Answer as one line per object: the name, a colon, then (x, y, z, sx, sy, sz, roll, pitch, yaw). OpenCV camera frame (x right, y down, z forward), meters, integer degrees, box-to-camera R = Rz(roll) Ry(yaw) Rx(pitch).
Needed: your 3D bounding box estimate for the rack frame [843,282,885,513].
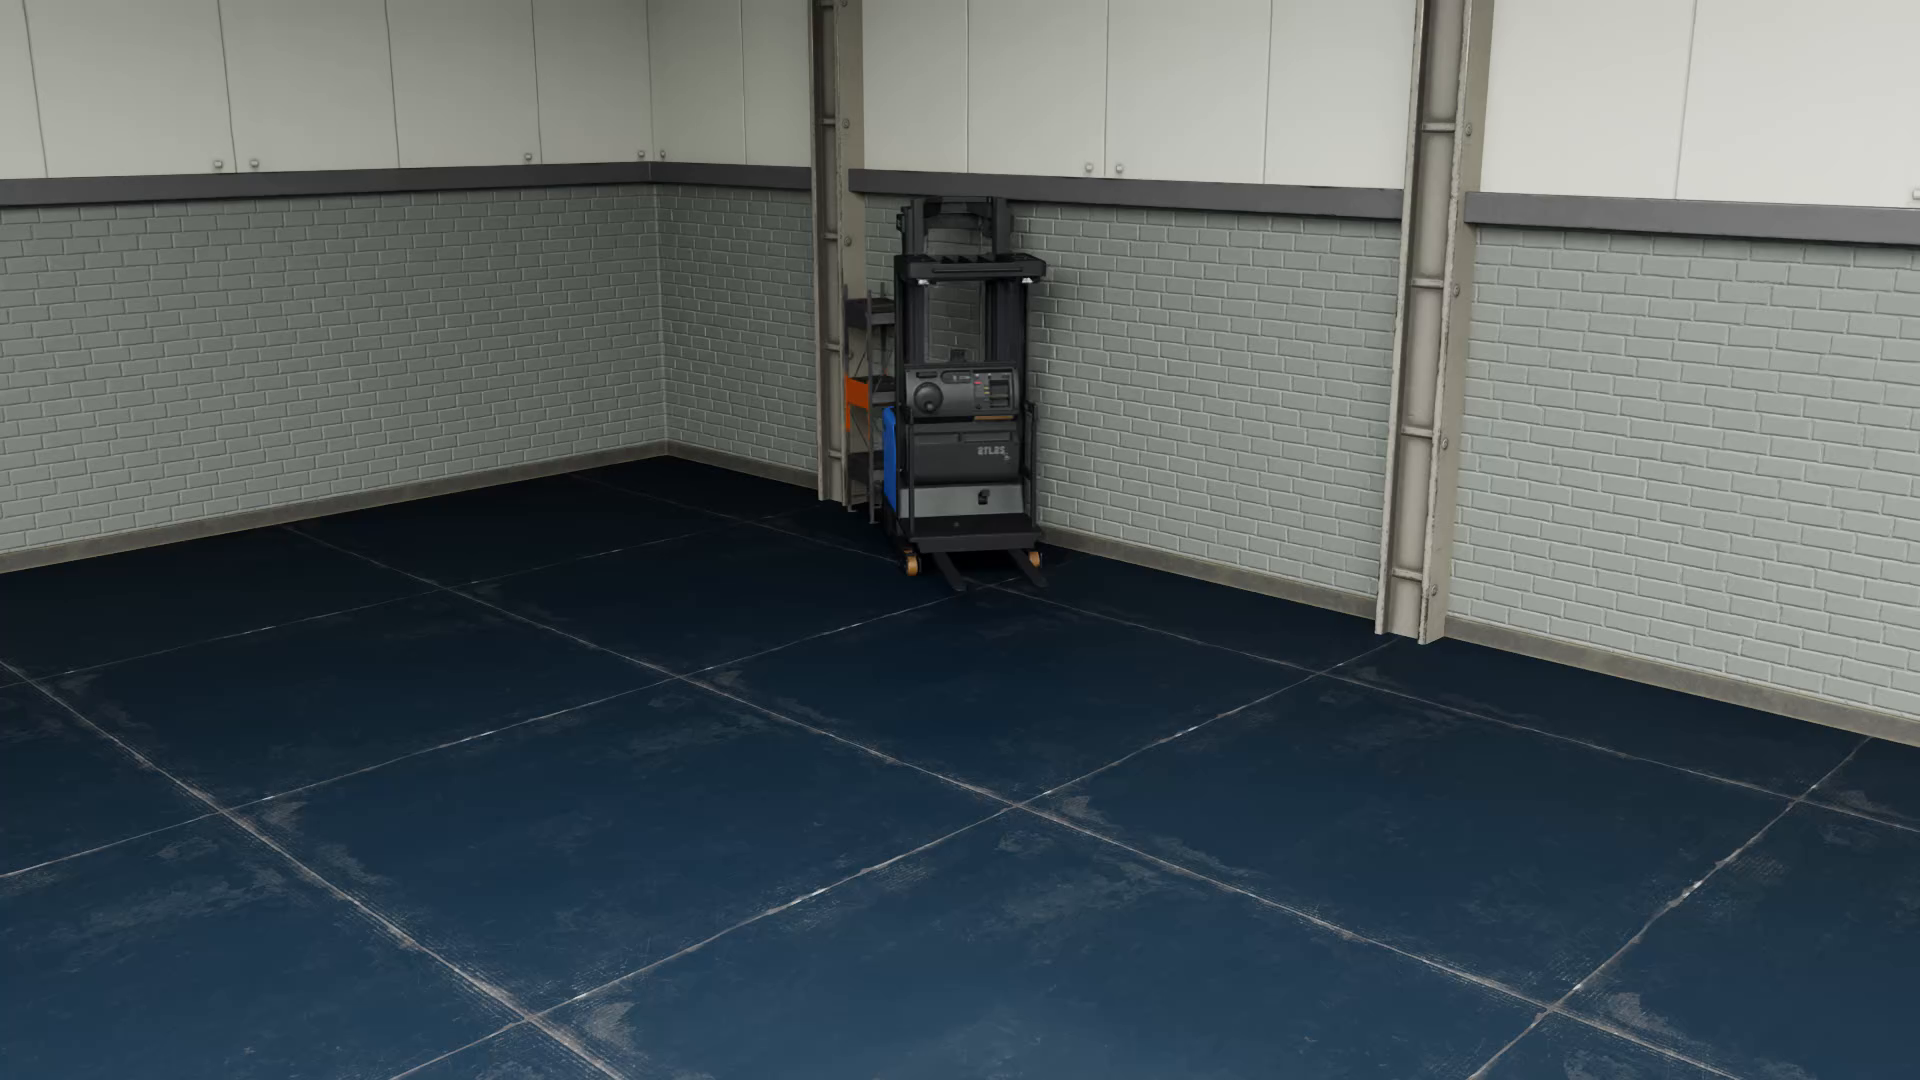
rack frame: (-0.865, -1.295, 15.239, 0.400, 2.100, 0.015, -8, 17, -28)

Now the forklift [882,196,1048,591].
forklift: (0.057, -1.225, 13.319, 1.130, 2.935, 3.031, -2, 15, -9)

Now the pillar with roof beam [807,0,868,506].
pillar with roof beam: (-4.098, -3.953, 11.756, 0.400, 9.000, 9.100, 14, 20, 42)

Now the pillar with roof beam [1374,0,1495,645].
pillar with roof beam: (0.221, -2.903, 7.726, 0.400, 9.000, 9.100, 14, 20, 42)

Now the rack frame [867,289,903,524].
rack frame: (-0.631, -1.187, 14.825, 0.400, 2.100, 0.015, -8, 17, -28)

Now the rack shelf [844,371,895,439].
rack shelf: (-0.748, -1.228, 15.035, 0.431, 0.518, 0.480, -8, 17, -28)

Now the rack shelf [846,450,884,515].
rack shelf: (-0.748, -0.551, 15.212, 0.431, 0.518, 0.480, -8, 17, -28)

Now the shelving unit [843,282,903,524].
shelving unit: (-0.748, -1.241, 15.032, 0.431, 2.100, 0.503, -8, 17, -28)

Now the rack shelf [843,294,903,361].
rack shelf: (-0.748, -1.906, 14.859, 0.431, 0.518, 0.480, -8, 17, -28)
